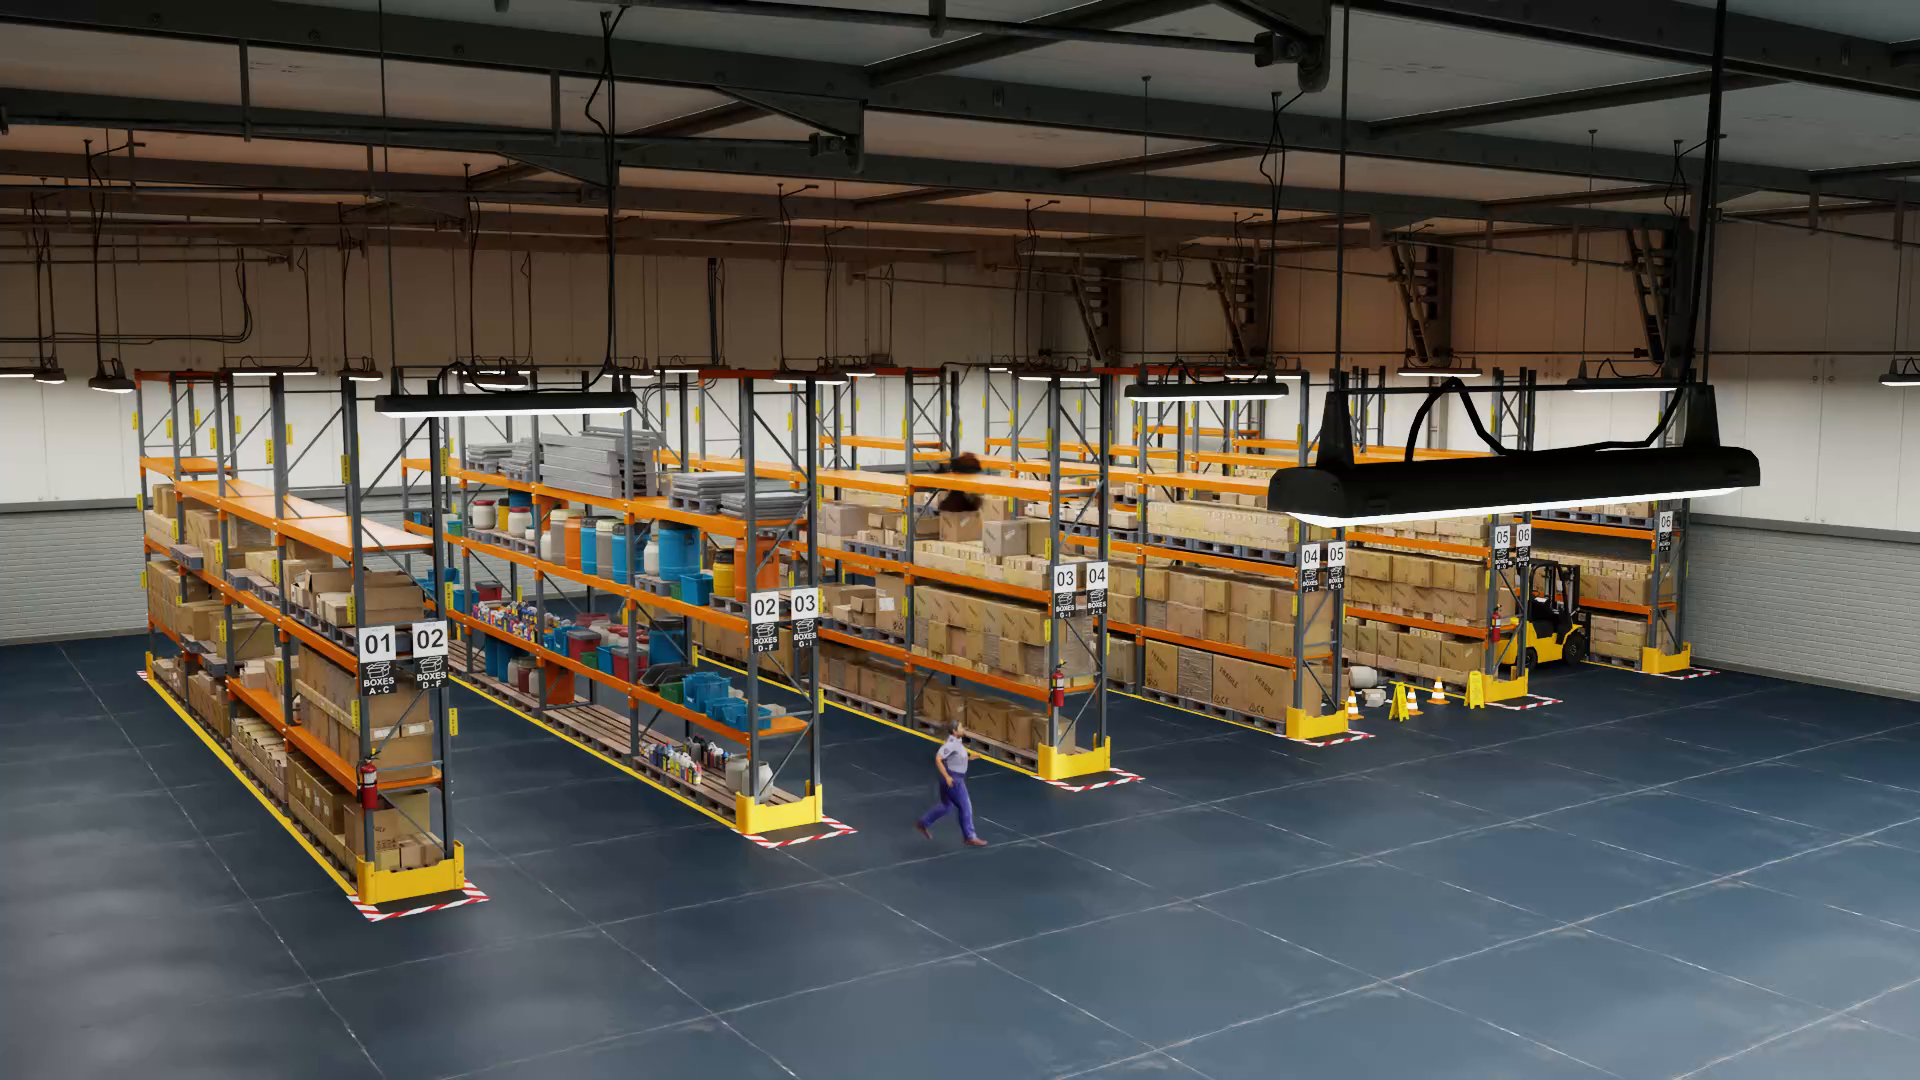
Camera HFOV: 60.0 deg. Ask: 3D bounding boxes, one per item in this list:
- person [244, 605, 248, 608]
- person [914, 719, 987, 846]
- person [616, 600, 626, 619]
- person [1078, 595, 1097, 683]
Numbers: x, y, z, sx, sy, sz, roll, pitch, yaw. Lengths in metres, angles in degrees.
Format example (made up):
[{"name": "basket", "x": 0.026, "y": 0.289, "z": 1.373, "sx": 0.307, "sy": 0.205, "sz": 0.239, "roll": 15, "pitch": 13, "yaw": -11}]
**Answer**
[{"name": "person", "x": -14.374, "y": 1.721, "z": 33.788, "sx": 0.566, "sy": 1.603, "sz": 0.700, "roll": 1, "pitch": 7, "yaw": 9}, {"name": "person", "x": -0.115, "y": 3.096, "z": 21.272, "sx": 0.917, "sy": 1.638, "sz": 0.604, "roll": 0, "pitch": 6, "yaw": -4}, {"name": "person", "x": -7.673, "y": 1.058, "z": 39.044, "sx": 0.811, "sy": 1.829, "sz": 0.749, "roll": -1, "pitch": 7, "yaw": -11}, {"name": "person", "x": 2.200, "y": 1.836, "z": 29.797, "sx": 0.689, "sy": 1.884, "sz": 0.788, "roll": -6, "pitch": 9, "yaw": -42}]
